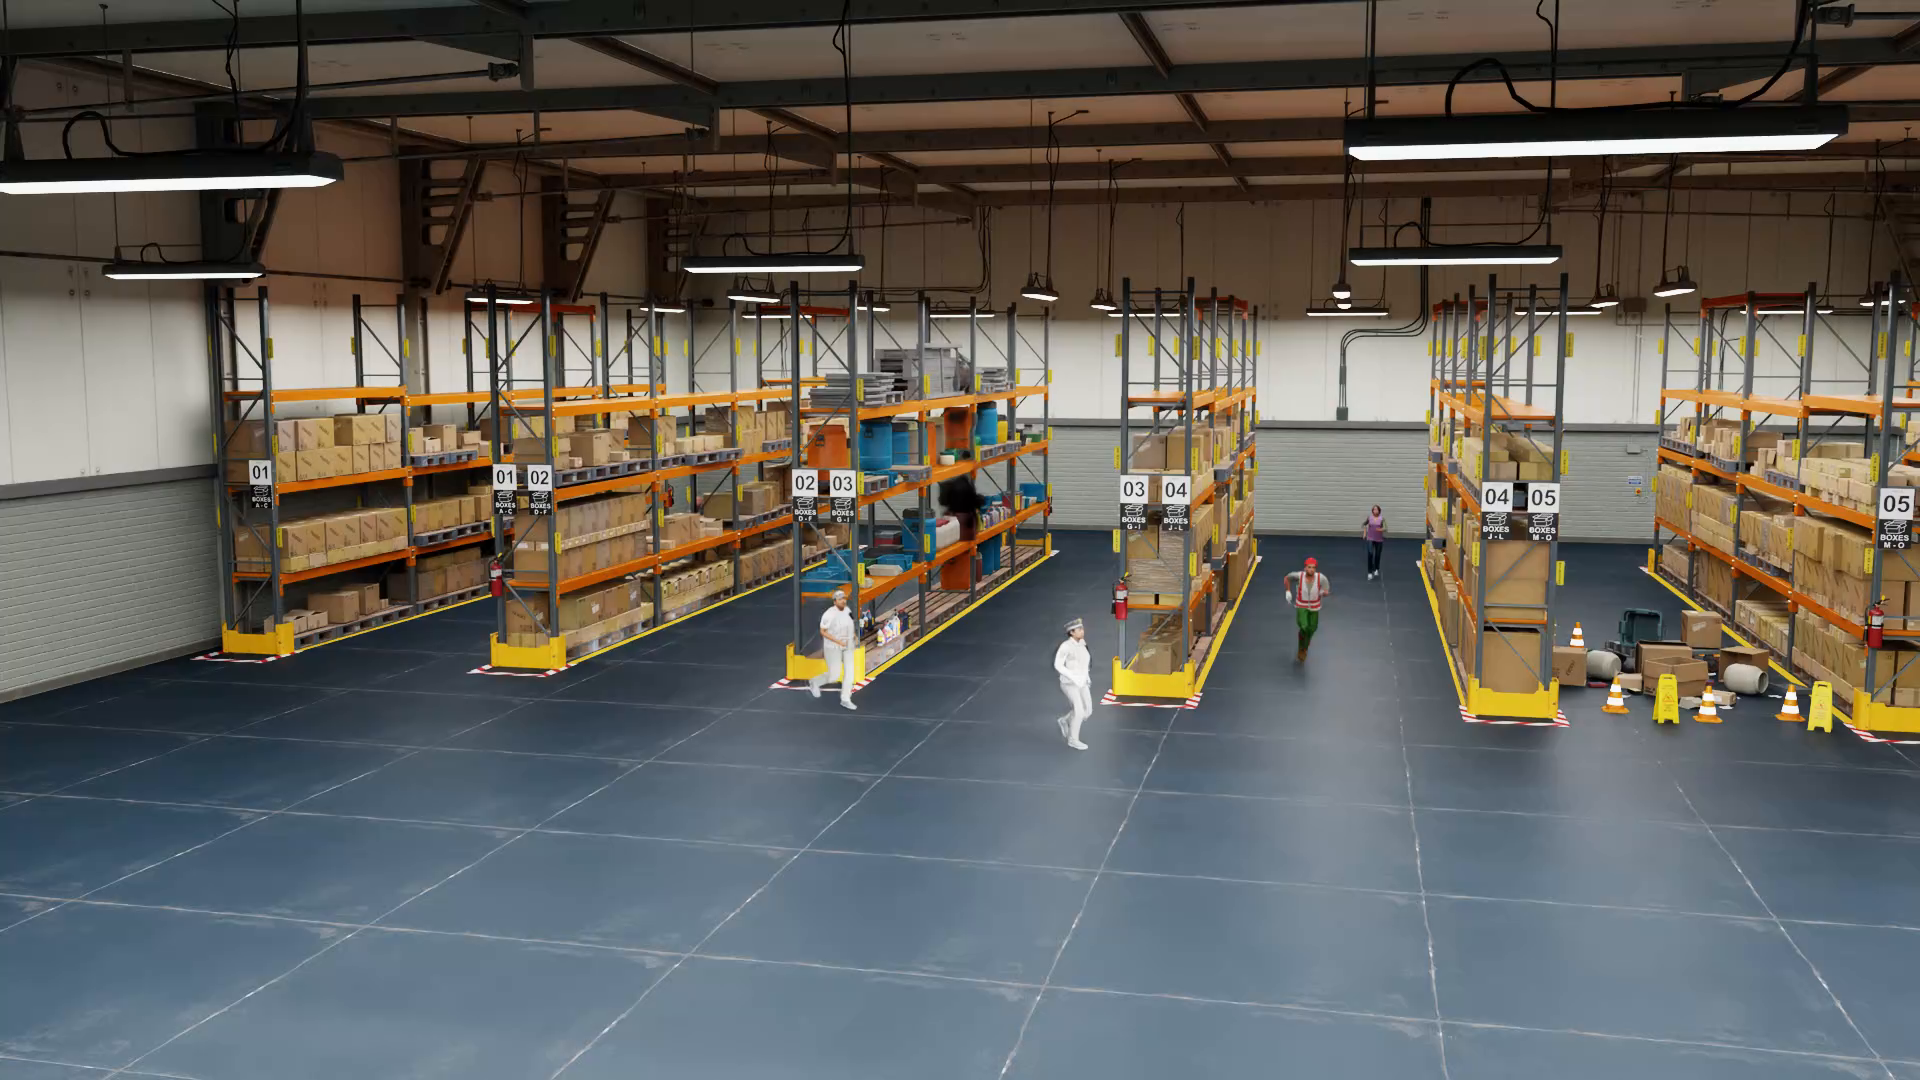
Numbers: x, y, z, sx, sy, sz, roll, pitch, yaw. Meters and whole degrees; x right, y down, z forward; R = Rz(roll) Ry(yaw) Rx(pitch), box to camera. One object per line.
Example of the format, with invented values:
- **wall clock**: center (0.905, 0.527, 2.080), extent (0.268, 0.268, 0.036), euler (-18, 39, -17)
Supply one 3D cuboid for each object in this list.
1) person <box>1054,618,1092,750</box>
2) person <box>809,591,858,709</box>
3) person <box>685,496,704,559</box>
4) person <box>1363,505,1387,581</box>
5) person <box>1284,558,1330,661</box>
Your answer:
- **person**: center (1.401, 1.791, 20.885), extent (0.553, 1.662, 0.628), euler (6, 9, 42)
- **person**: center (-1.730, 1.524, 23.379), extent (0.779, 1.664, 0.614), euler (6, 9, 44)
- **person**: center (-5.796, -0.093, 36.746), extent (0.652, 1.742, 0.902), euler (1, 7, 5)
- **person**: center (9.022, 0.064, 36.192), extent (0.508, 1.622, 0.728), euler (1, 7, 11)
- **person**: center (5.507, 1.104, 26.378), extent (0.643, 1.700, 0.880), euler (0, 7, -2)
